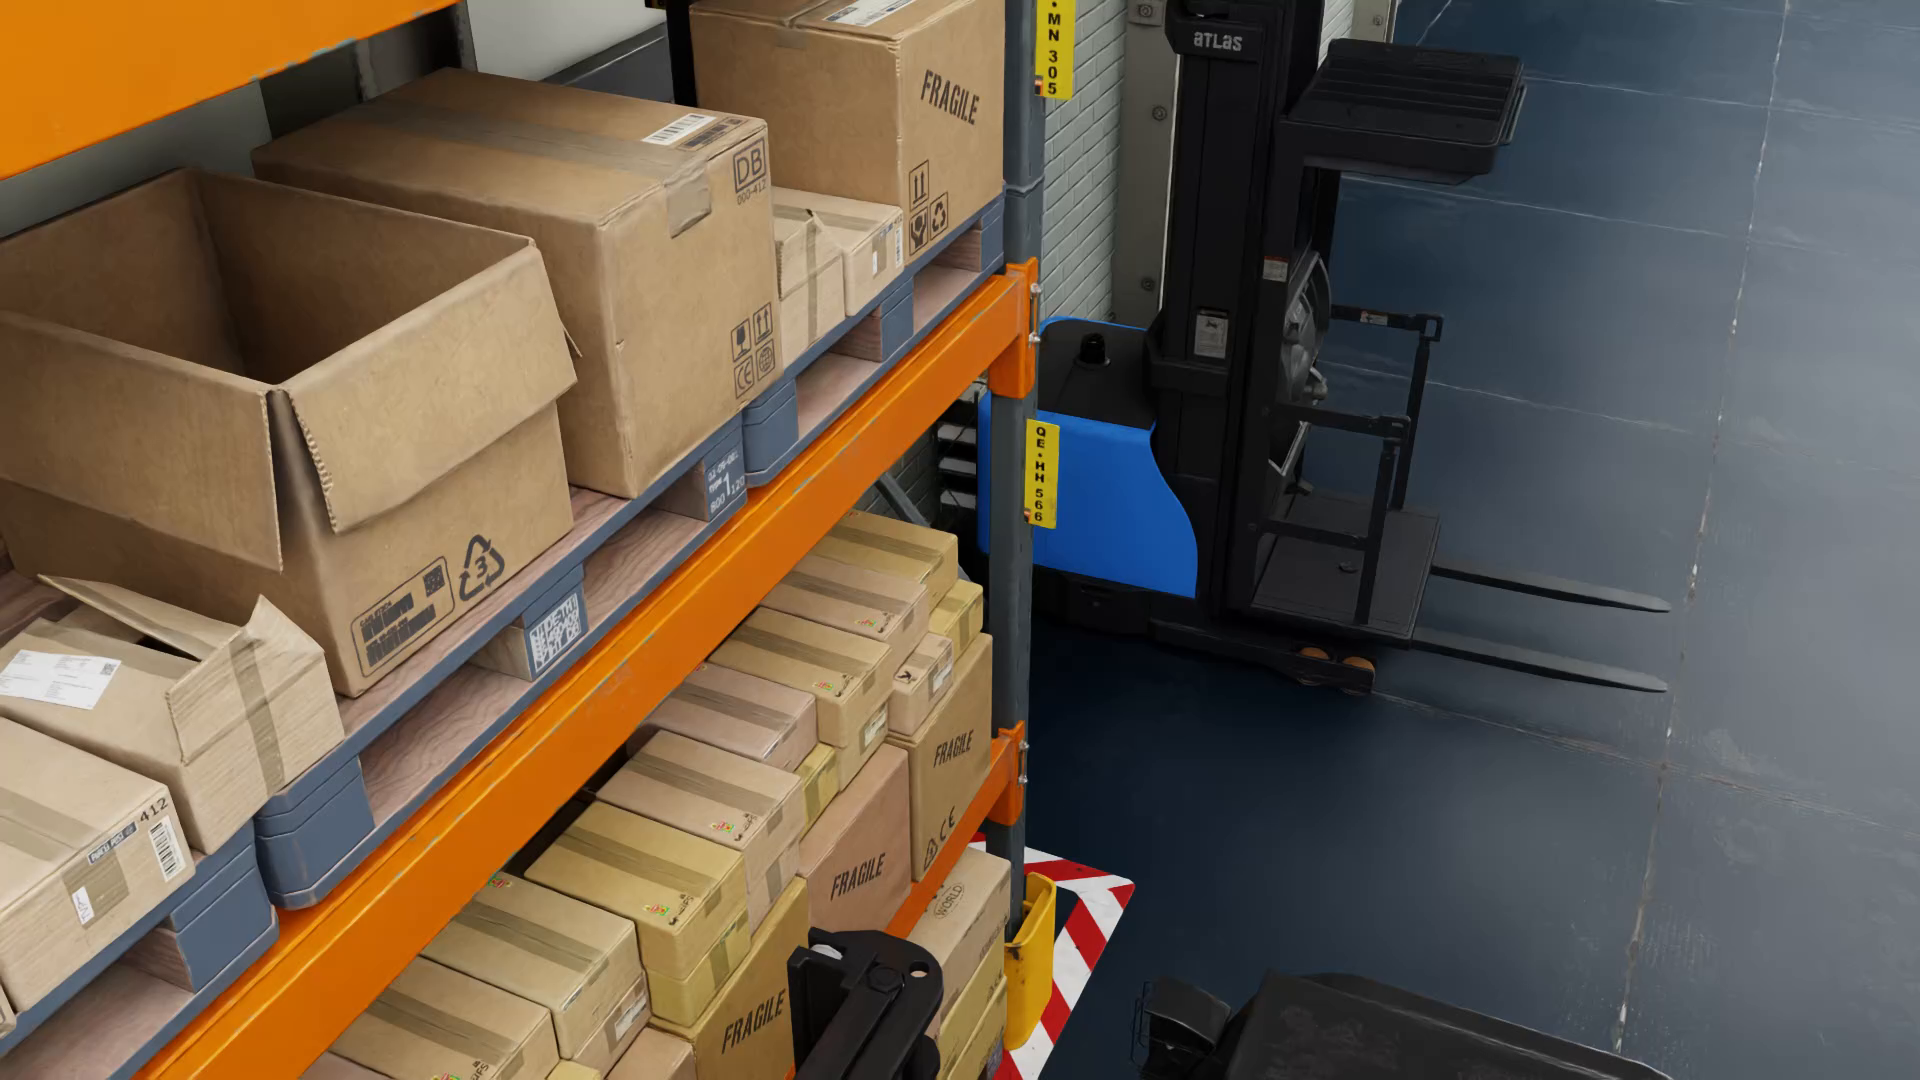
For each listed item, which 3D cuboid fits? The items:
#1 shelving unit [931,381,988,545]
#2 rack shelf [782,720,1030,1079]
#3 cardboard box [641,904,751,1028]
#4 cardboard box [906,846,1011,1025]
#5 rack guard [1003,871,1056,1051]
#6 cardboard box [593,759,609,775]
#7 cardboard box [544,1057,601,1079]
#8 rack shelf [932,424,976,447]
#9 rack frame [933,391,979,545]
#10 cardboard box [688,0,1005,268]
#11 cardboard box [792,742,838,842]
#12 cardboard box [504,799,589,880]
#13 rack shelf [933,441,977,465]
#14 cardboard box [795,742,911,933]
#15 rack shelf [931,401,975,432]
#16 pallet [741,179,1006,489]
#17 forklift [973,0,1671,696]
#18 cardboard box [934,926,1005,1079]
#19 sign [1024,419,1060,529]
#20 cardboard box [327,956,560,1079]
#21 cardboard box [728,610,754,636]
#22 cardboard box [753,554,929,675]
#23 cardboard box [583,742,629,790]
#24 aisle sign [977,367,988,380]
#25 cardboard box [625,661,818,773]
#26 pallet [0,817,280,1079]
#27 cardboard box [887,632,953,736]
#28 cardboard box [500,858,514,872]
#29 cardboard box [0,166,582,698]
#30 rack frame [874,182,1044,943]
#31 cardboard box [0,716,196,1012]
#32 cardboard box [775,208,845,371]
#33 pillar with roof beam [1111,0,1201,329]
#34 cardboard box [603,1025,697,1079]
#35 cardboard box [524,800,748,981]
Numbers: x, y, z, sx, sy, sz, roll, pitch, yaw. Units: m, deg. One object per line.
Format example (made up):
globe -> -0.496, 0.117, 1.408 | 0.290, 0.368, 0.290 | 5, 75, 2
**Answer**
shelving unit -> 0.031, -0.371, 7.984 | 0.258, 0.900, 0.210 | 11, 35, 21
rack shelf -> -1.106, 1.572, 3.773 | 1.077, 0.370, 4.000 | 14, 36, 20
cardboard box -> -0.674, 0.843, 3.546 | 0.380, 0.149, 0.250 | 14, 36, 21
cardboard box -> -0.179, 1.132, 5.001 | 0.500, 0.250, 0.500 | 15, 36, 22
rack guard -> -0.259, 1.308, 5.799 | 1.175, 0.500, 0.348 | 14, 36, 20
cardboard box -> -1.046, 0.470, 3.844 | 0.380, 0.149, 0.250 | 15, 36, 22
cardboard box -> -0.905, 1.090, 3.169 | 0.380, 0.149, 0.250 | 13, 36, 20
rack shelf -> 0.026, -0.495, 7.906 | 0.258, 0.077, 0.200 | 11, 35, 21
rack frame -> -0.010, -0.320, 7.906 | 0.240, 0.900, 0.006 | 11, 35, 21
cardboard box -> -0.233, -0.962, 3.681 | 0.500, 0.500, 0.500 | 15, 36, 22
cardboard box -> -0.518, 0.569, 3.964 | 0.380, 0.149, 0.250 | 14, 36, 20
cardboard box -> -1.133, 0.932, 4.002 | 0.500, 0.500, 0.500 | 14, 36, 20
rack shelf -> 0.029, -0.419, 7.954 | 0.258, 0.077, 0.200 | 11, 35, 21
cardboard box -> -0.462, 0.795, 4.211 | 0.500, 0.500, 0.500 | 15, 36, 22
rack shelf -> 0.023, -0.571, 7.858 | 0.258, 0.077, 0.200 | 11, 35, 21
pallet -> -0.589, -0.596, 3.769 | 1.003, 0.211, 1.213 | 14, 36, 20
forklift -> 1.634, -0.881, 6.921 | 3.031, 2.935, 1.130 | 12, 35, 17
cardboard box -> -0.189, 1.354, 5.118 | 0.500, 0.250, 0.500 | 14, 36, 20
sign -> 0.218, -0.177, 4.512 | 0.100, 0.325, 0.005 | 14, 36, 20
cardboard box -> -0.985, 0.951, 3.110 | 0.380, 0.149, 0.250 | 14, 36, 21
cardboard box -> -0.692, 0.209, 4.513 | 0.380, 0.149, 0.250 | 14, 36, 20
cardboard box -> -0.303, 0.194, 4.264 | 0.380, 0.149, 0.250 | 14, 36, 21
cardboard box -> -0.971, 0.453, 4.141 | 0.380, 0.149, 0.250 | 13, 35, 19
aisle sign -> 0.025, -0.778, 4.330 | 0.394, 0.787, 0.004 | 14, 36, 20
cardboard box -> -0.559, 0.438, 3.893 | 0.380, 0.149, 0.250 | 14, 36, 21
pallet -> -1.609, 0.619, 1.916 | 1.003, 0.211, 1.213 | 14, 36, 20
cardboard box -> -0.240, 0.333, 4.324 | 0.380, 0.149, 0.250 | 15, 36, 21
cardboard box -> -1.249, 0.695, 3.771 | 0.380, 0.149, 0.250 | 15, 36, 22
cardboard box -> -1.032, -0.194, 2.506 | 0.797, 0.503, 0.637 | 15, 36, 22
rack frame -> -0.269, 0.275, 5.095 | 1.000, 3.000, 0.127 | 14, 36, 20
cardboard box -> -1.158, 0.364, 1.979 | 0.380, 0.149, 0.250 | 15, 36, 22
cardboard box -> -0.446, -0.532, 3.239 | 0.396, 0.266, 0.258 | 14, 36, 21
pillar with roof beam -> 5.041, -4.095, 6.288 | 9.100, 9.000, 0.400 | 14, 36, 20
cardboard box -> -0.877, 1.303, 3.436 | 0.500, 0.500, 0.500 | 14, 36, 21
cardboard box -> -0.671, 0.723, 3.458 | 0.380, 0.149, 0.250 | 15, 36, 21
